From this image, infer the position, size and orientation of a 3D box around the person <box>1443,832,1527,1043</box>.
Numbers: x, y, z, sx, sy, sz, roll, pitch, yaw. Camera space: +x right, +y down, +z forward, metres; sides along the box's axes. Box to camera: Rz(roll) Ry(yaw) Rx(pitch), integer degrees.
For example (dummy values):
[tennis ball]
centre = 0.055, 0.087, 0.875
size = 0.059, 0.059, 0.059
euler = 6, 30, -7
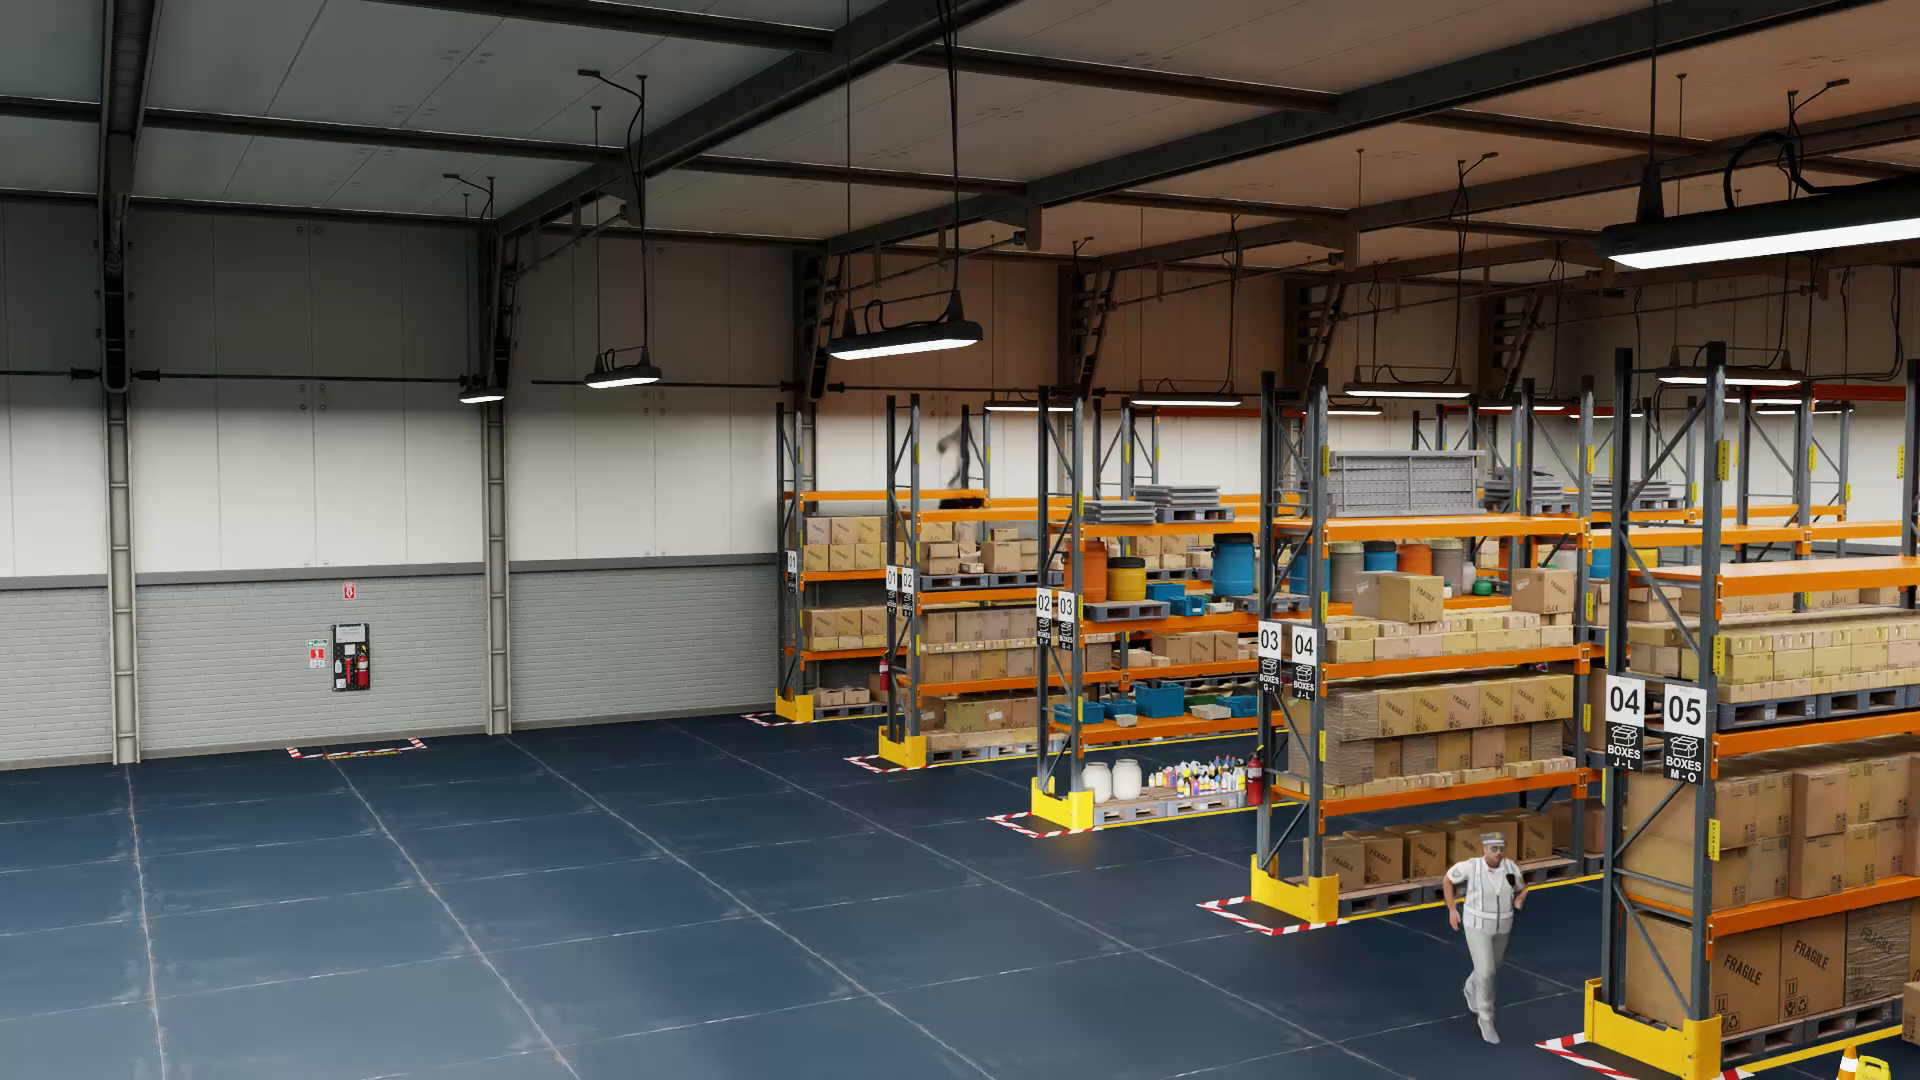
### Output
[person]
centre = 4.686, 3.460, 14.798
size = 0.686, 1.827, 0.884
euler = -1, 3, -10
